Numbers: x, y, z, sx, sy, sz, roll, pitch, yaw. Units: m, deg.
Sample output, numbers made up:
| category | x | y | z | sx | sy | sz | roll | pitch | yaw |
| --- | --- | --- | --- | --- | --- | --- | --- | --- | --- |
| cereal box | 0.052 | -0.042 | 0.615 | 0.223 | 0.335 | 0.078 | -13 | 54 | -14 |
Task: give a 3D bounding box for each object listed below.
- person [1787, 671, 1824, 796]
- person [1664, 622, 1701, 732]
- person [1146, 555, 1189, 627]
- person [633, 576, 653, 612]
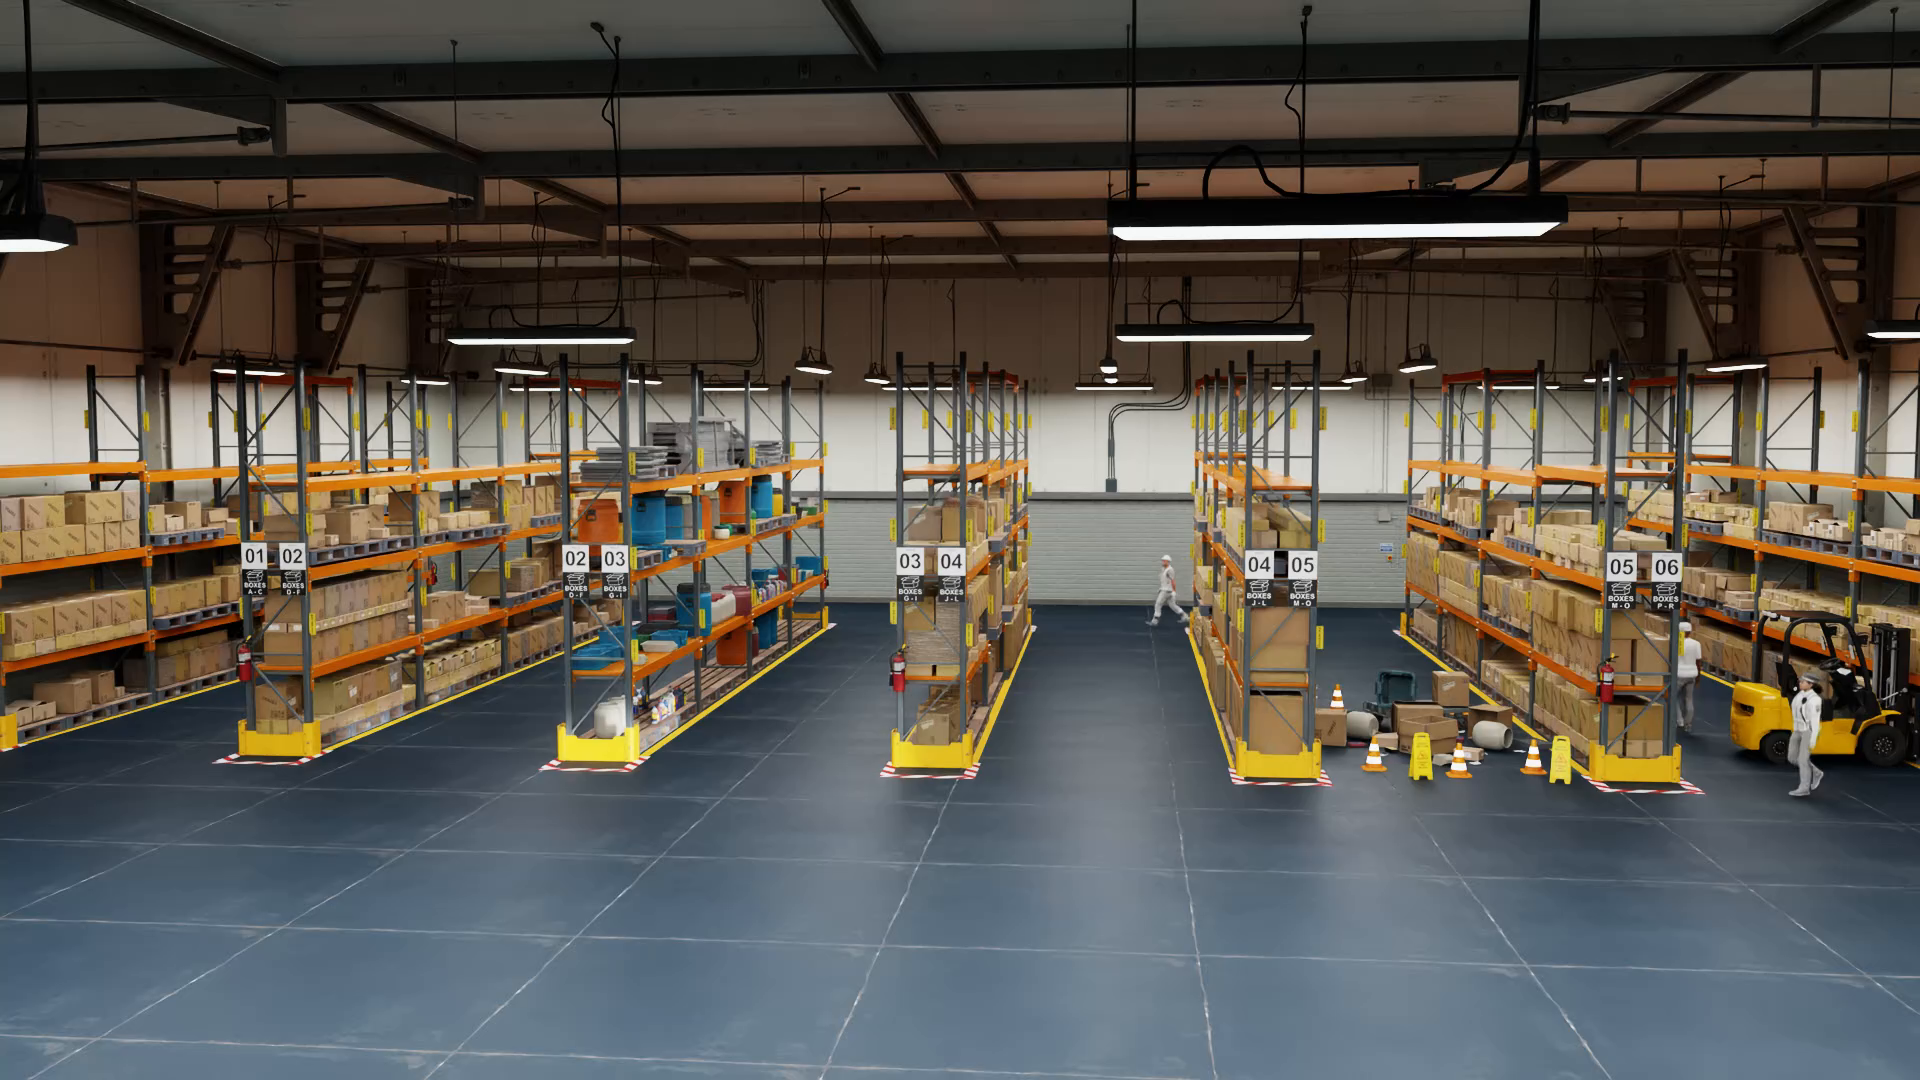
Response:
| category | x | y | z | sx | sy | sz | roll | pitch | yaw |
| --- | --- | --- | --- | --- | --- | --- | --- | --- | --- |
| person | 11.322 | 2.571 | 22.196 | 0.512 | 1.677 | 0.477 | -1 | 4 | -8 |
| person | 11.700 | 2.220 | 26.896 | 0.609 | 1.787 | 0.403 | -1 | 4 | -19 |
| person | 5.075 | 1.241 | 40.637 | 1.075 | 1.748 | 0.484 | 0 | 4 | 6 |
| person | -8.419 | 1.051 | 44.093 | 0.480 | 1.619 | 0.977 | -2 | 5 | -26 |
